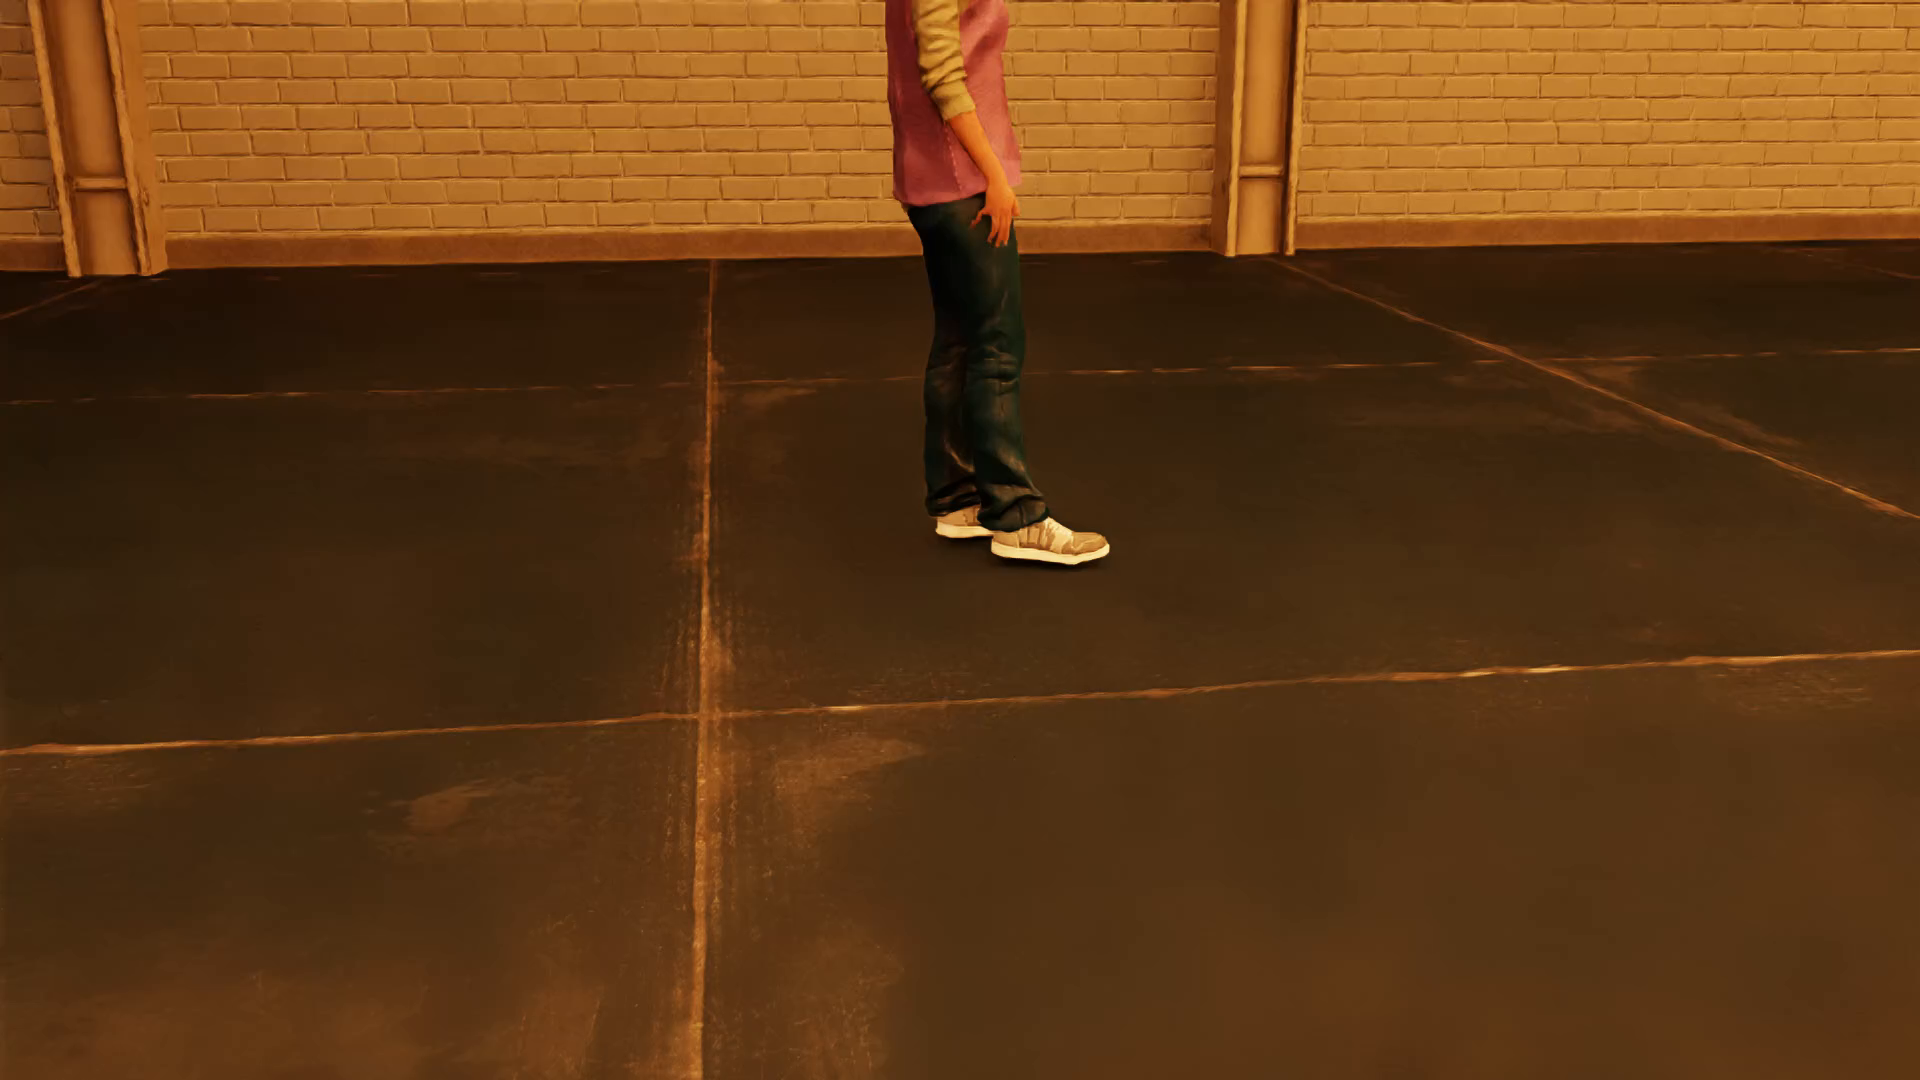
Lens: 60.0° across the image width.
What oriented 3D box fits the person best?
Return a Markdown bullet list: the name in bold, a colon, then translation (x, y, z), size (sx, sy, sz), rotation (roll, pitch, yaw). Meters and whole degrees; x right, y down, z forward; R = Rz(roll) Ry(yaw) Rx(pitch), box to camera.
- **person**: translation (0.075, -0.770, 3.730), size (0.474, 1.597, 0.520), rotation (-2, 17, -8)
